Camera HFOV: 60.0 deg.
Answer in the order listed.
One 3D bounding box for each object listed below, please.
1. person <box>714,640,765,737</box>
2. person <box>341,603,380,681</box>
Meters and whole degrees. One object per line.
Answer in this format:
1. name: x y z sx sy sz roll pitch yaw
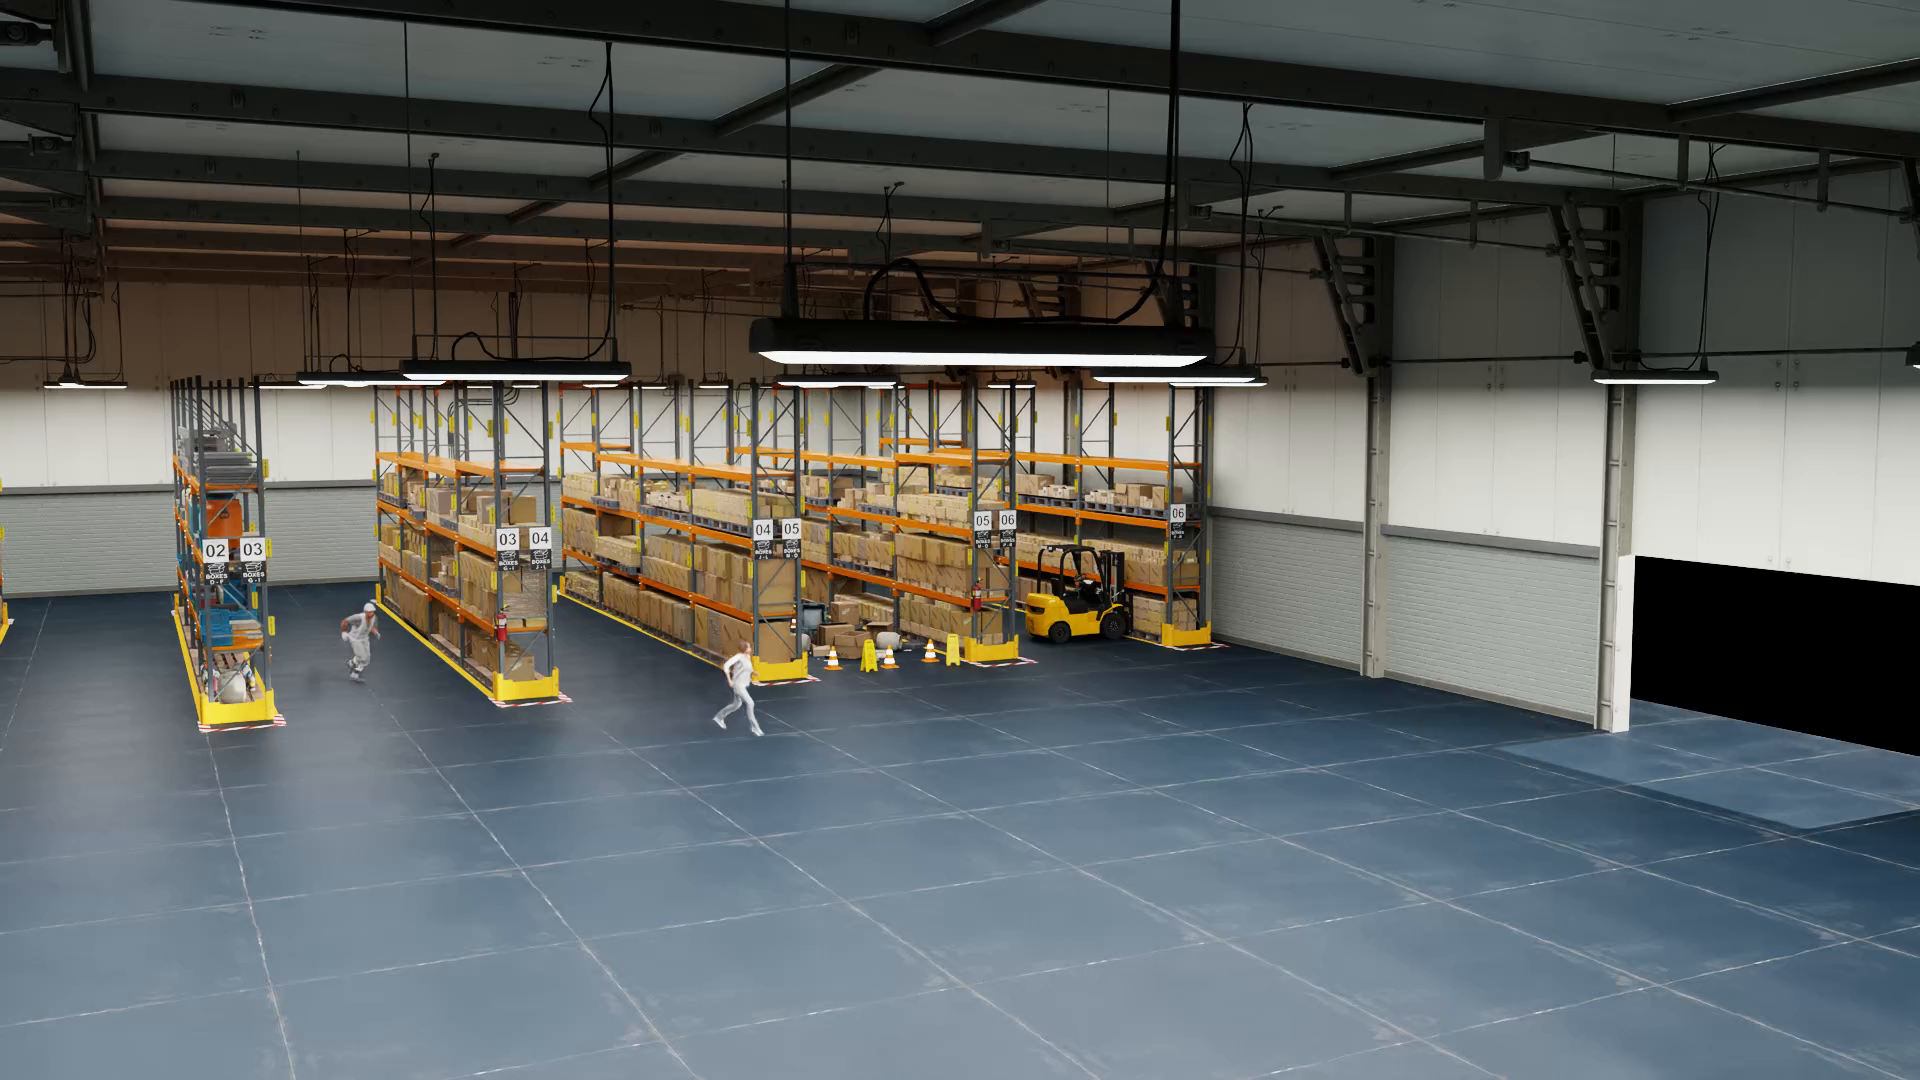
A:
1. person: -3.693 2.465 27.723 0.912 1.609 0.557 1 5 15
2. person: -11.806 2.025 32.756 0.828 1.590 0.693 3 6 32
